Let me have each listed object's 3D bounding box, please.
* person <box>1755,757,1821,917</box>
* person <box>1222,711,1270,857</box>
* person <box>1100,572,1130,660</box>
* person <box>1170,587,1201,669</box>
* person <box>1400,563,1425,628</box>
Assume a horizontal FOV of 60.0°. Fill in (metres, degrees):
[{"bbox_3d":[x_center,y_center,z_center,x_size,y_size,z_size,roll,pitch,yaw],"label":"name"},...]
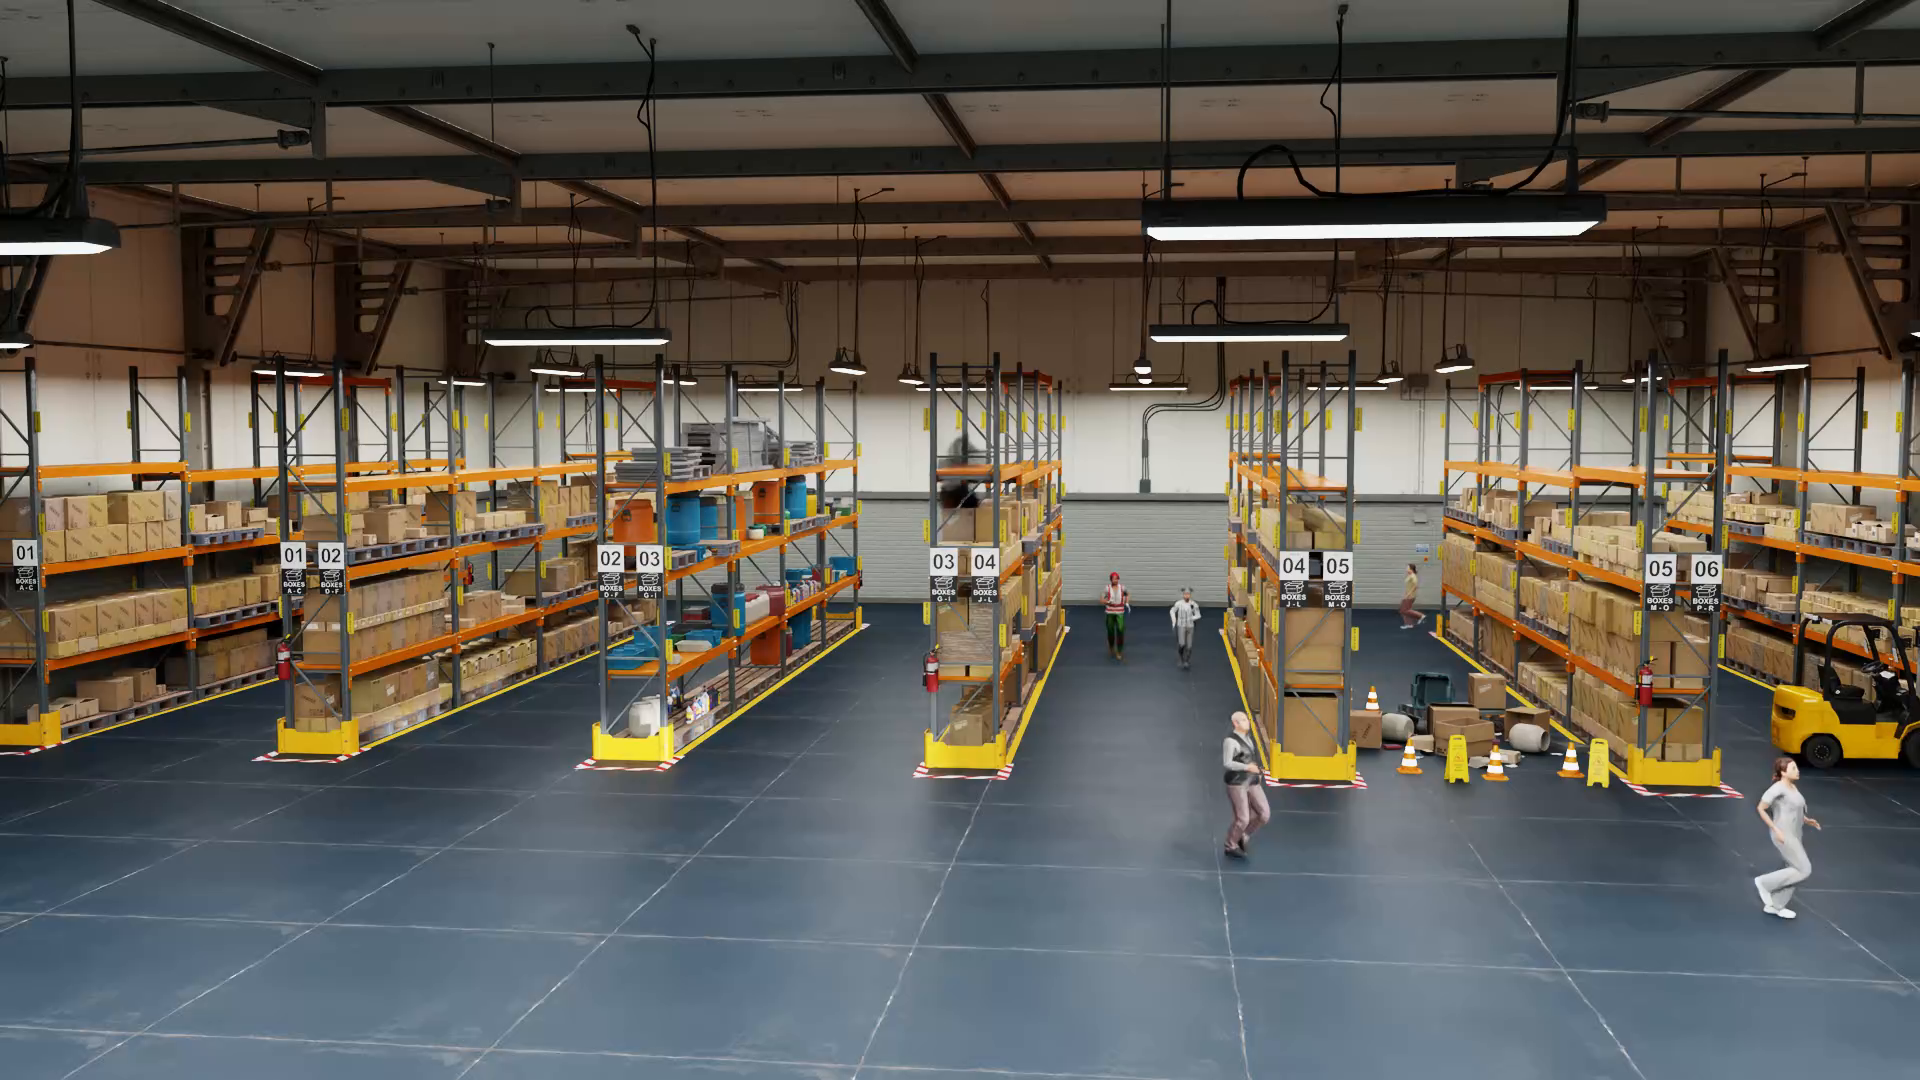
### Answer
[{"bbox_3d":[8.366,3.002,16.783,0.559,1.627,0.557,-4,5,-42],"label":"person"},{"bbox_3d":[3.288,2.806,19.005,0.646,1.688,0.606,-4,6,-43],"label":"person"},{"bbox_3d":[3.304,1.598,35.392,0.646,1.845,0.807,0,4,4],"label":"person"},{"bbox_3d":[4.569,1.781,33.617,0.591,1.665,0.631,0,4,2],"label":"person"},{"bbox_3d":[10.971,1.374,40.225,0.579,1.595,0.659,1,4,13],"label":"person"}]
